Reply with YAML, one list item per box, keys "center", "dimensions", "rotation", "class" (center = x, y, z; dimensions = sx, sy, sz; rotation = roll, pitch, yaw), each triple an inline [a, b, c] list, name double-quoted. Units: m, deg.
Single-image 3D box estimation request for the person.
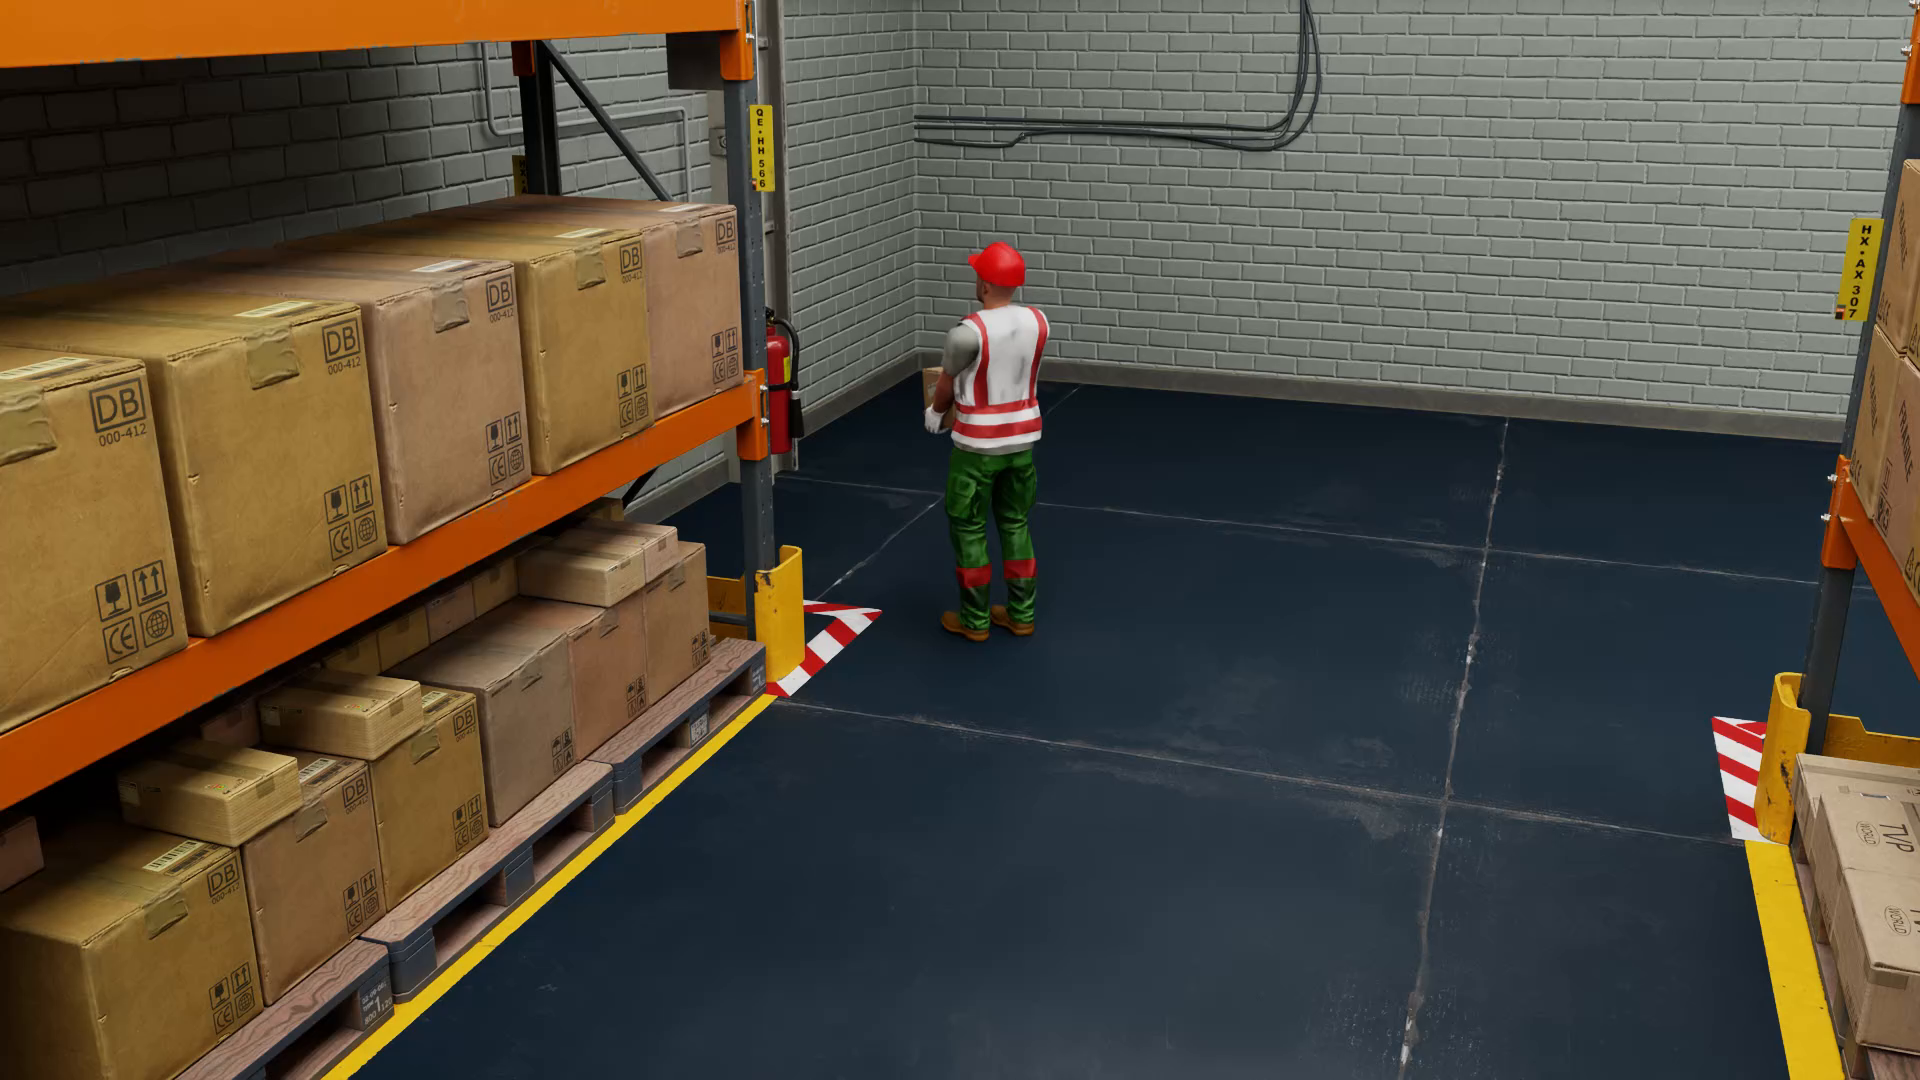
- center: [0.088, -0.441, 7.350]
  dimensions: [0.494, 1.783, 0.568]
  rotation: [-11, 21, -30]
  class: "person"
